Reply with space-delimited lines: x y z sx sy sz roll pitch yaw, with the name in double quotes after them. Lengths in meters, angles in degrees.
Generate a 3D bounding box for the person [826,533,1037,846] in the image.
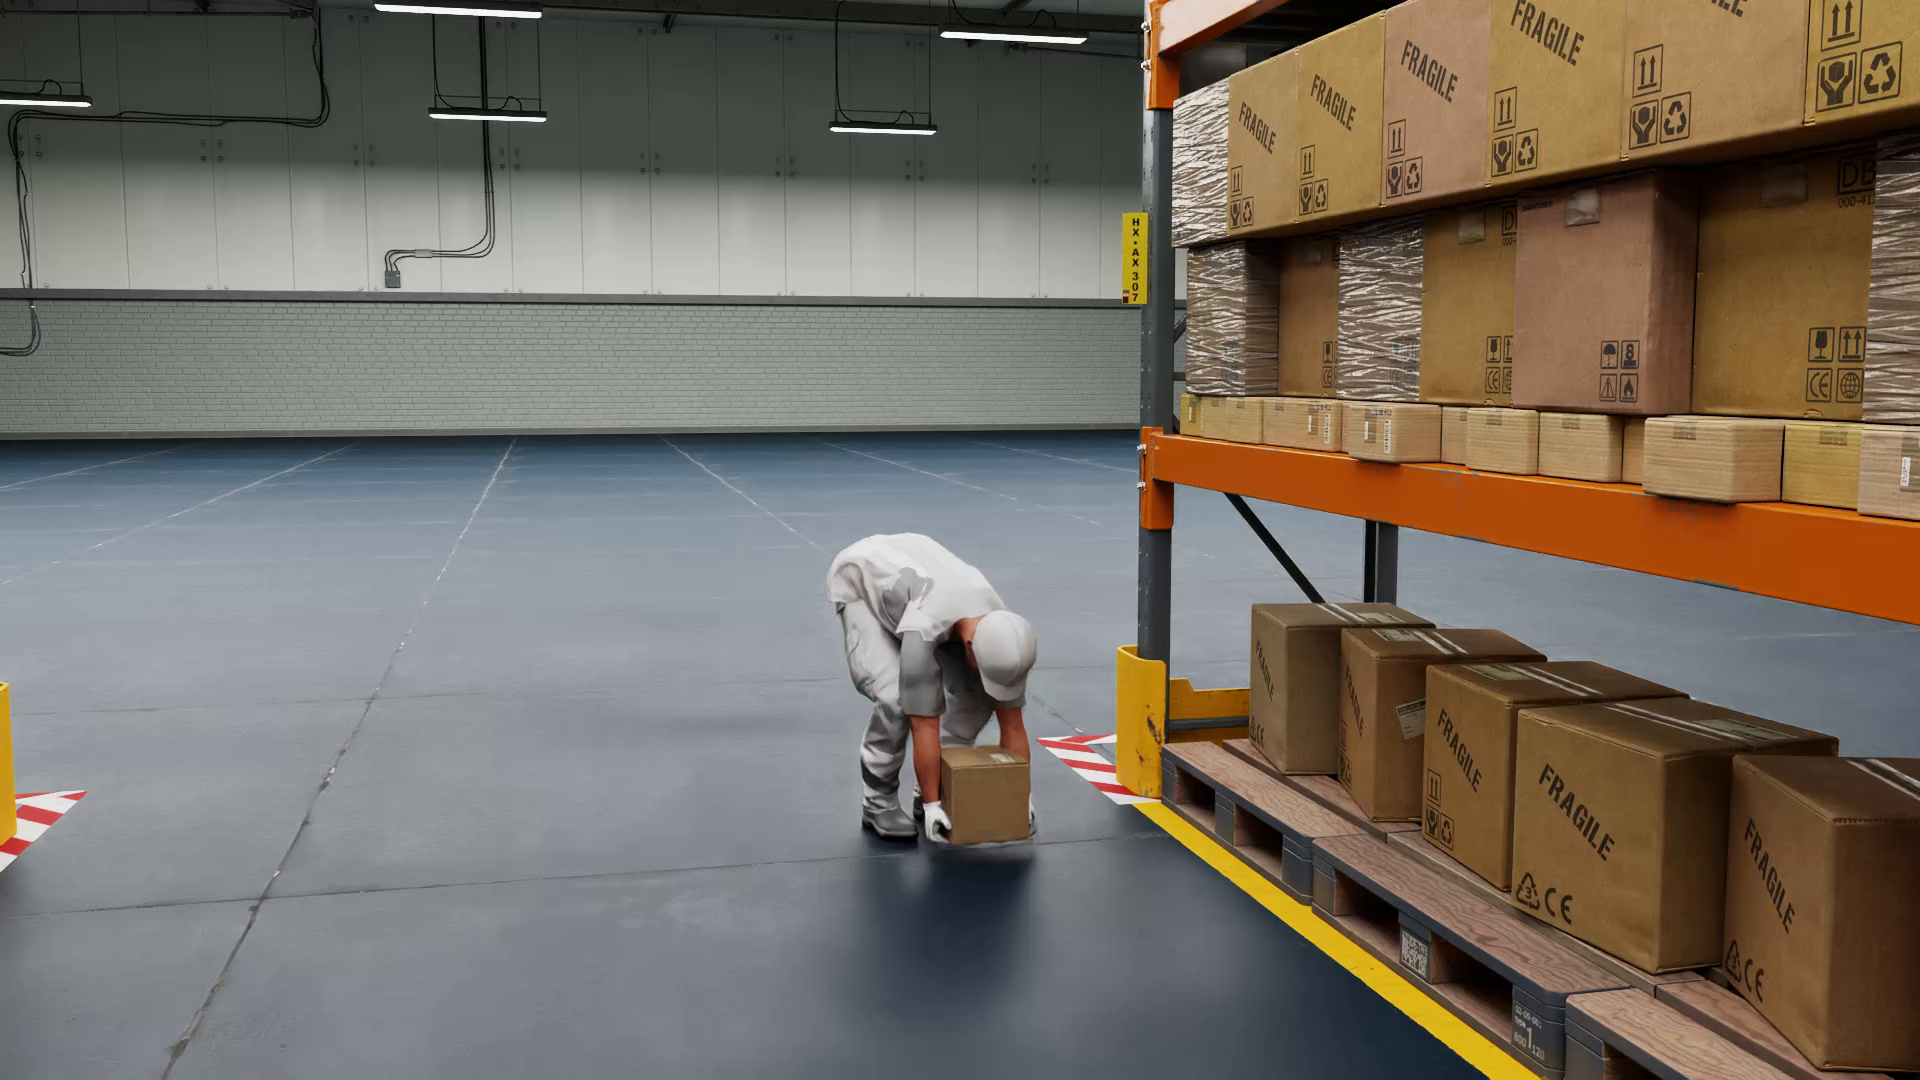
-0.069 0.489 5.457 0.516 0.984 0.949 -4 7 -35 "person"
